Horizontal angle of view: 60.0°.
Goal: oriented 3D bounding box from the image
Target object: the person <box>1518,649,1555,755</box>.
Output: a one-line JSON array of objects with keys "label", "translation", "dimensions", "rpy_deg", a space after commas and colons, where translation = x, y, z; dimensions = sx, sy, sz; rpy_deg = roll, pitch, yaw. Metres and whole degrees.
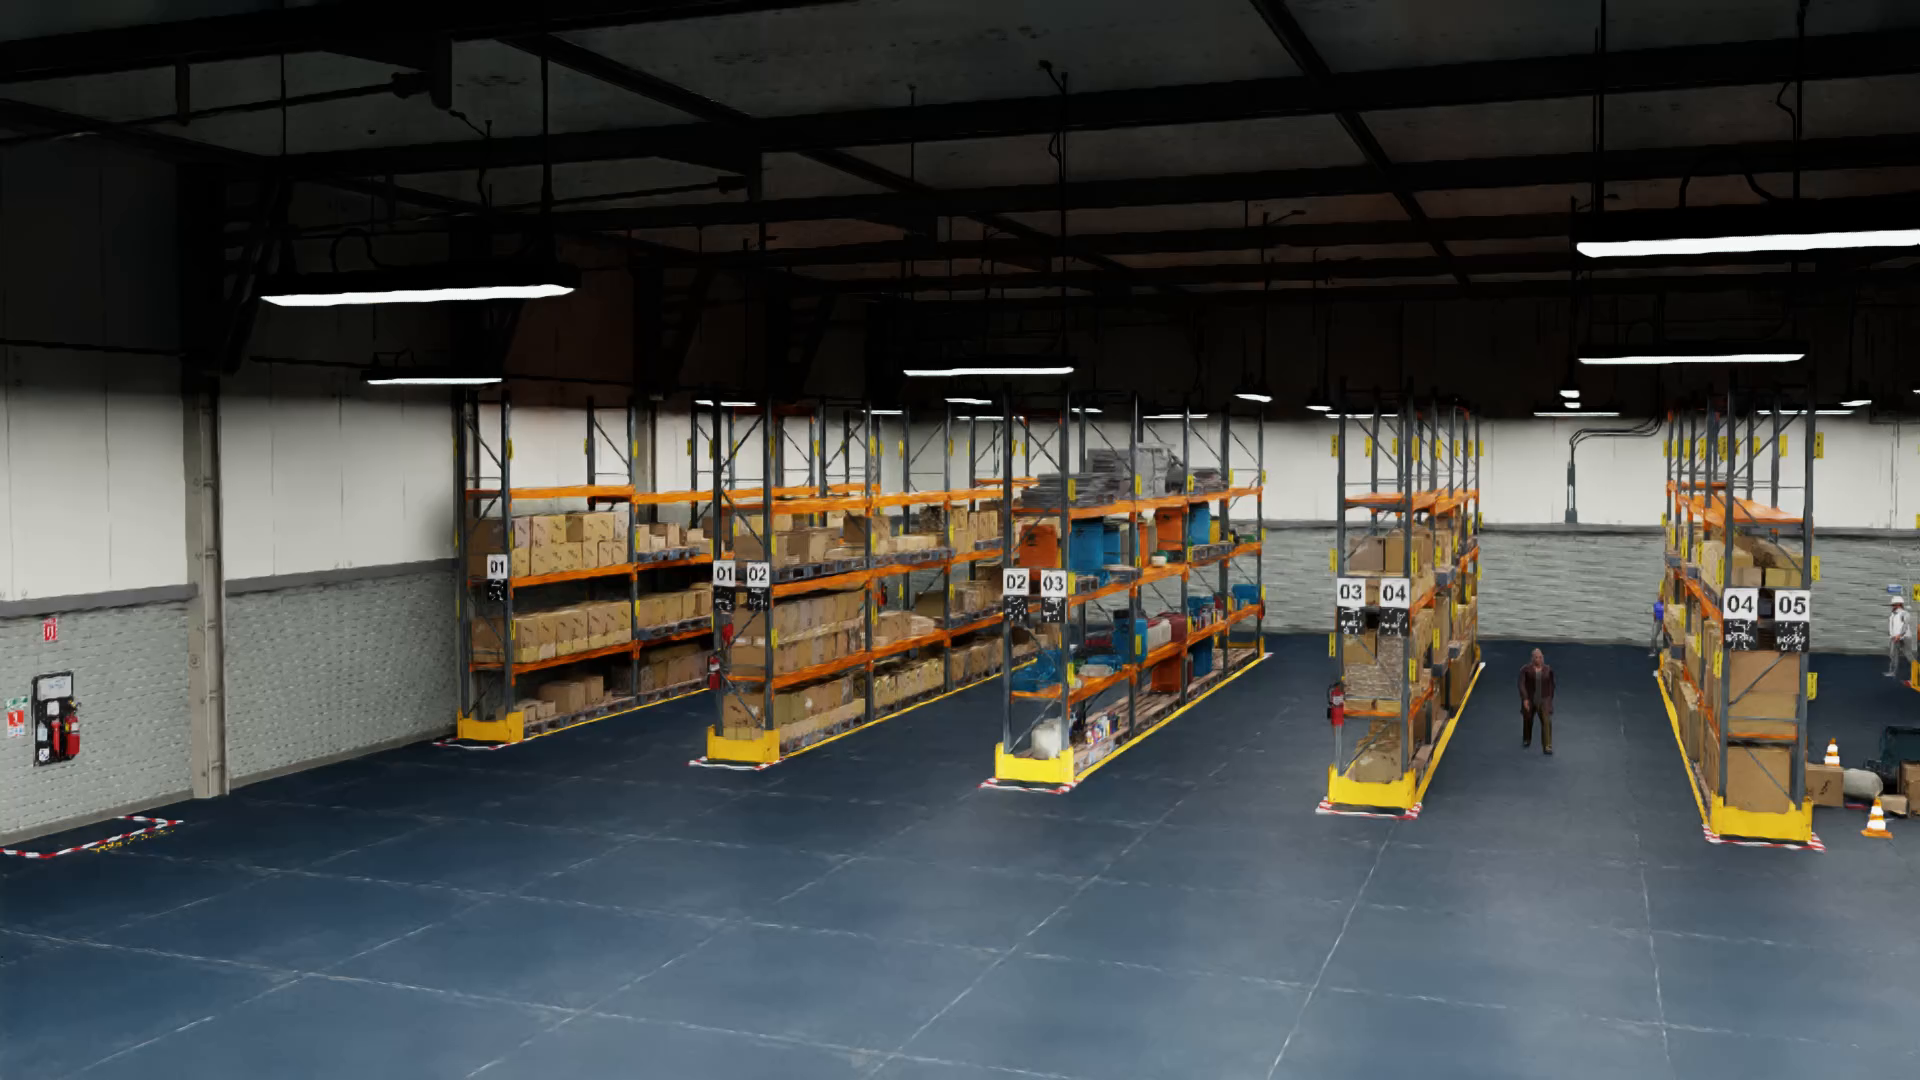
[{"label": "person", "translation": [9.463, 2.627, 27.300], "dimensions": [0.607, 1.699, 1.170], "rpy_deg": [1, 3, 12]}]

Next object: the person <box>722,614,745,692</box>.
[{"label": "person", "translation": [-4.491, 2.301, 33.729], "dimensions": [0.672, 1.693, 0.701], "rpy_deg": [1, 3, 12]}]

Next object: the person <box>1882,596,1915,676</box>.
[{"label": "person", "translation": [20.656, 2.117, 36.482], "dimensions": [0.701, 1.769, 0.554], "rpy_deg": [0, 3, -8]}]

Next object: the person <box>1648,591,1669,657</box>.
[{"label": "person", "translation": [16.880, 2.007, 39.870], "dimensions": [0.505, 1.591, 0.937], "rpy_deg": [3, 4, 41]}]
